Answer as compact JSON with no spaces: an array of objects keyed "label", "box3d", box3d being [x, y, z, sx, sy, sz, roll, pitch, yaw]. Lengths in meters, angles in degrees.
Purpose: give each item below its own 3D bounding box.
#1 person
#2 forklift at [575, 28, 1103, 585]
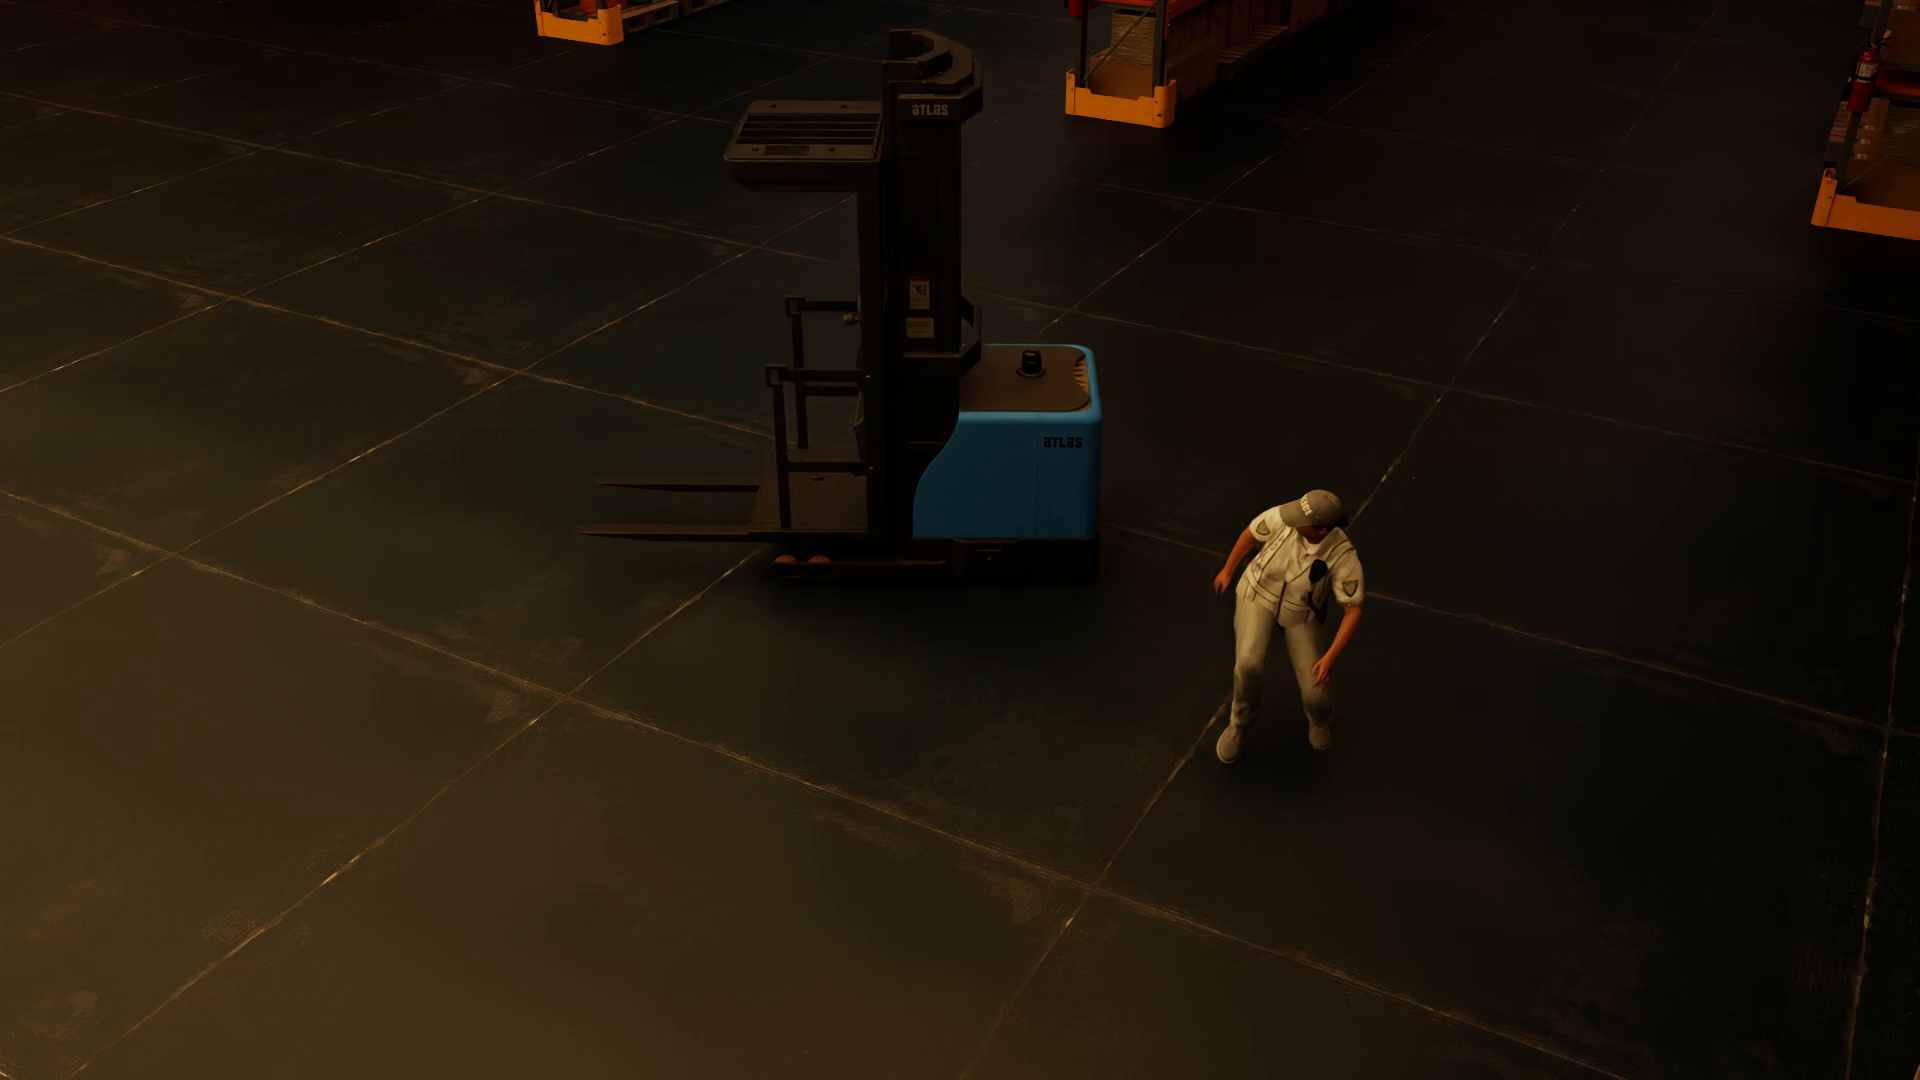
[{"label":"person","box3d":[1.547,0.376,7.943,0.715,1.454,0.698,7,31,11]},{"label":"forklift","box3d":[-0.710,-1.276,9.281,3.031,2.935,1.130,0,30,1]}]
